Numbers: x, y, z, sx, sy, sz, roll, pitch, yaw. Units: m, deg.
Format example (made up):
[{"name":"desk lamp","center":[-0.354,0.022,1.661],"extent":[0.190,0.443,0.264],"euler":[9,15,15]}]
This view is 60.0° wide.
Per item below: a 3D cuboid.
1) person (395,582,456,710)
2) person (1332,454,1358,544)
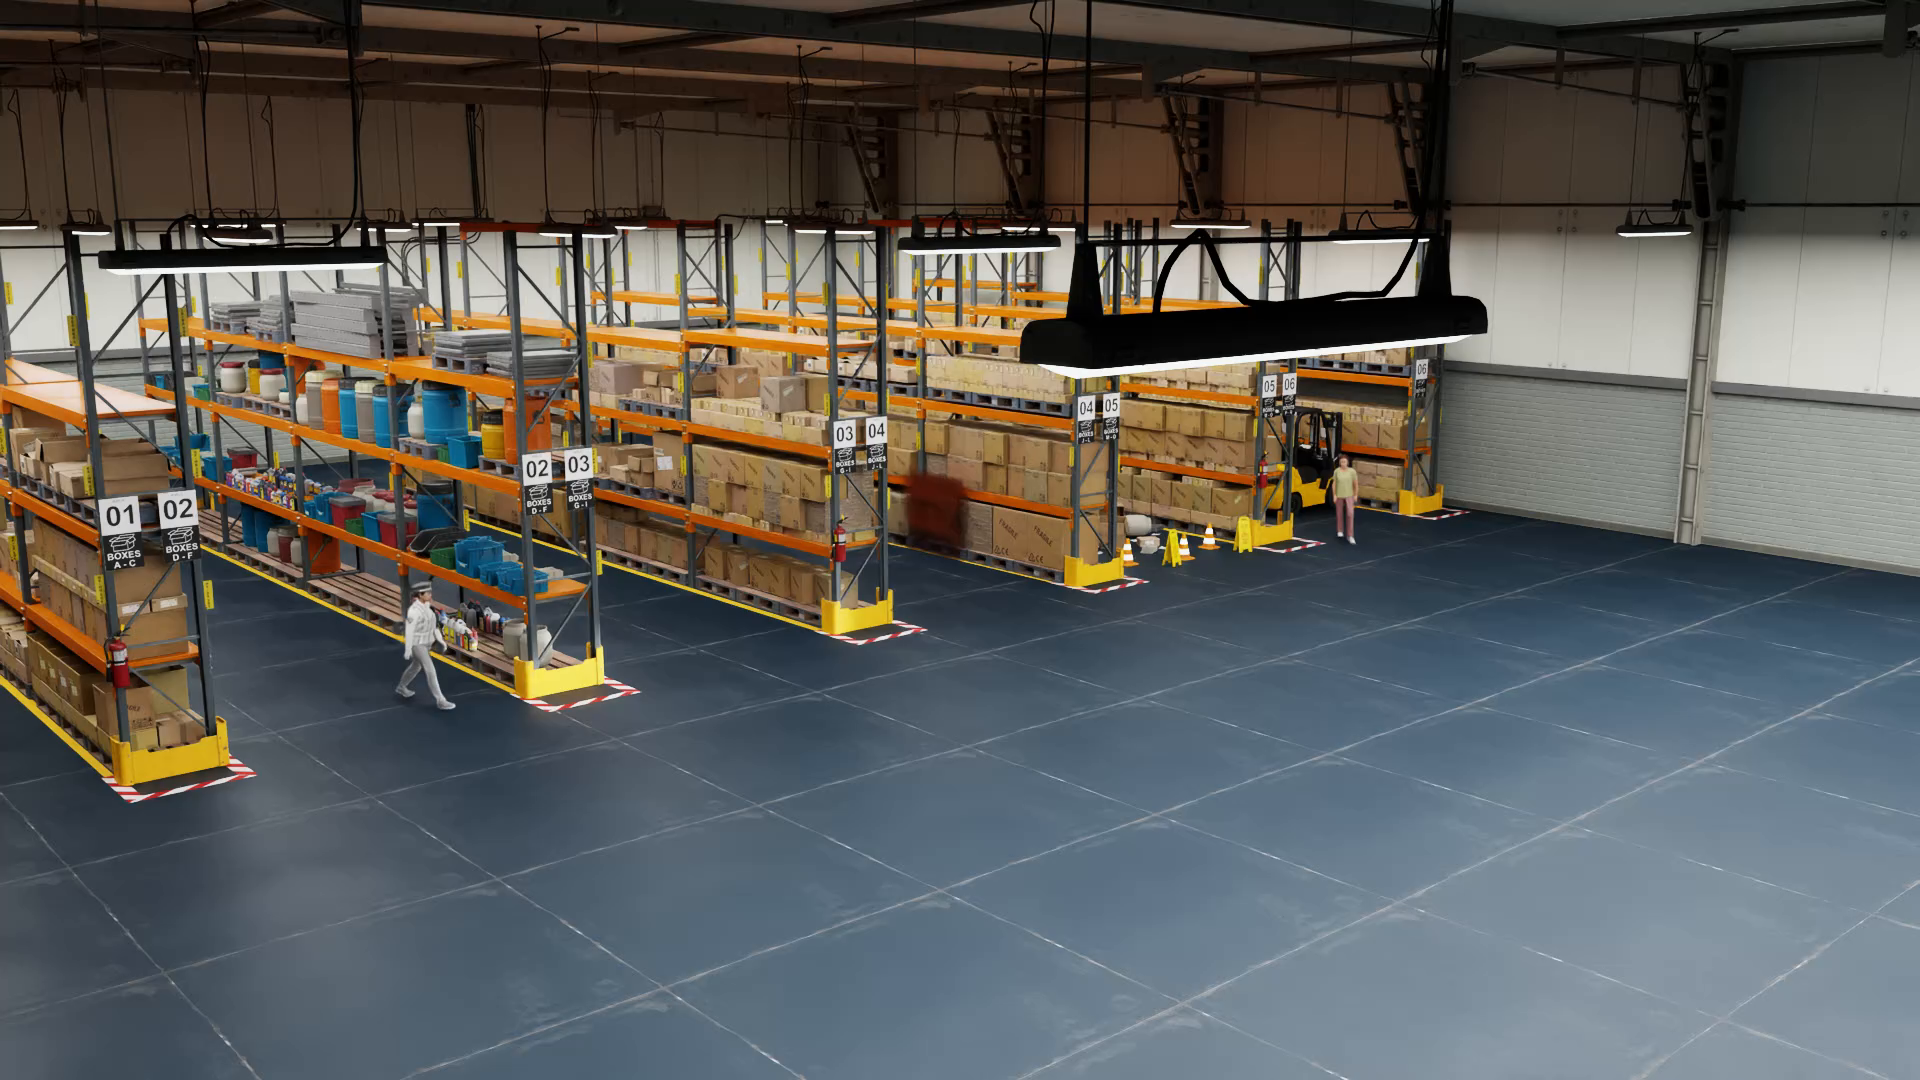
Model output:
[{"name":"person","center":[-6.852,1.312,21.184],"extent":[1.068,1.603,0.554],"euler":[5,12,22]},{"name":"person","center":[7.336,-0.816,31.693],"extent":[0.490,1.653,0.854],"euler":[3,12,14]}]
